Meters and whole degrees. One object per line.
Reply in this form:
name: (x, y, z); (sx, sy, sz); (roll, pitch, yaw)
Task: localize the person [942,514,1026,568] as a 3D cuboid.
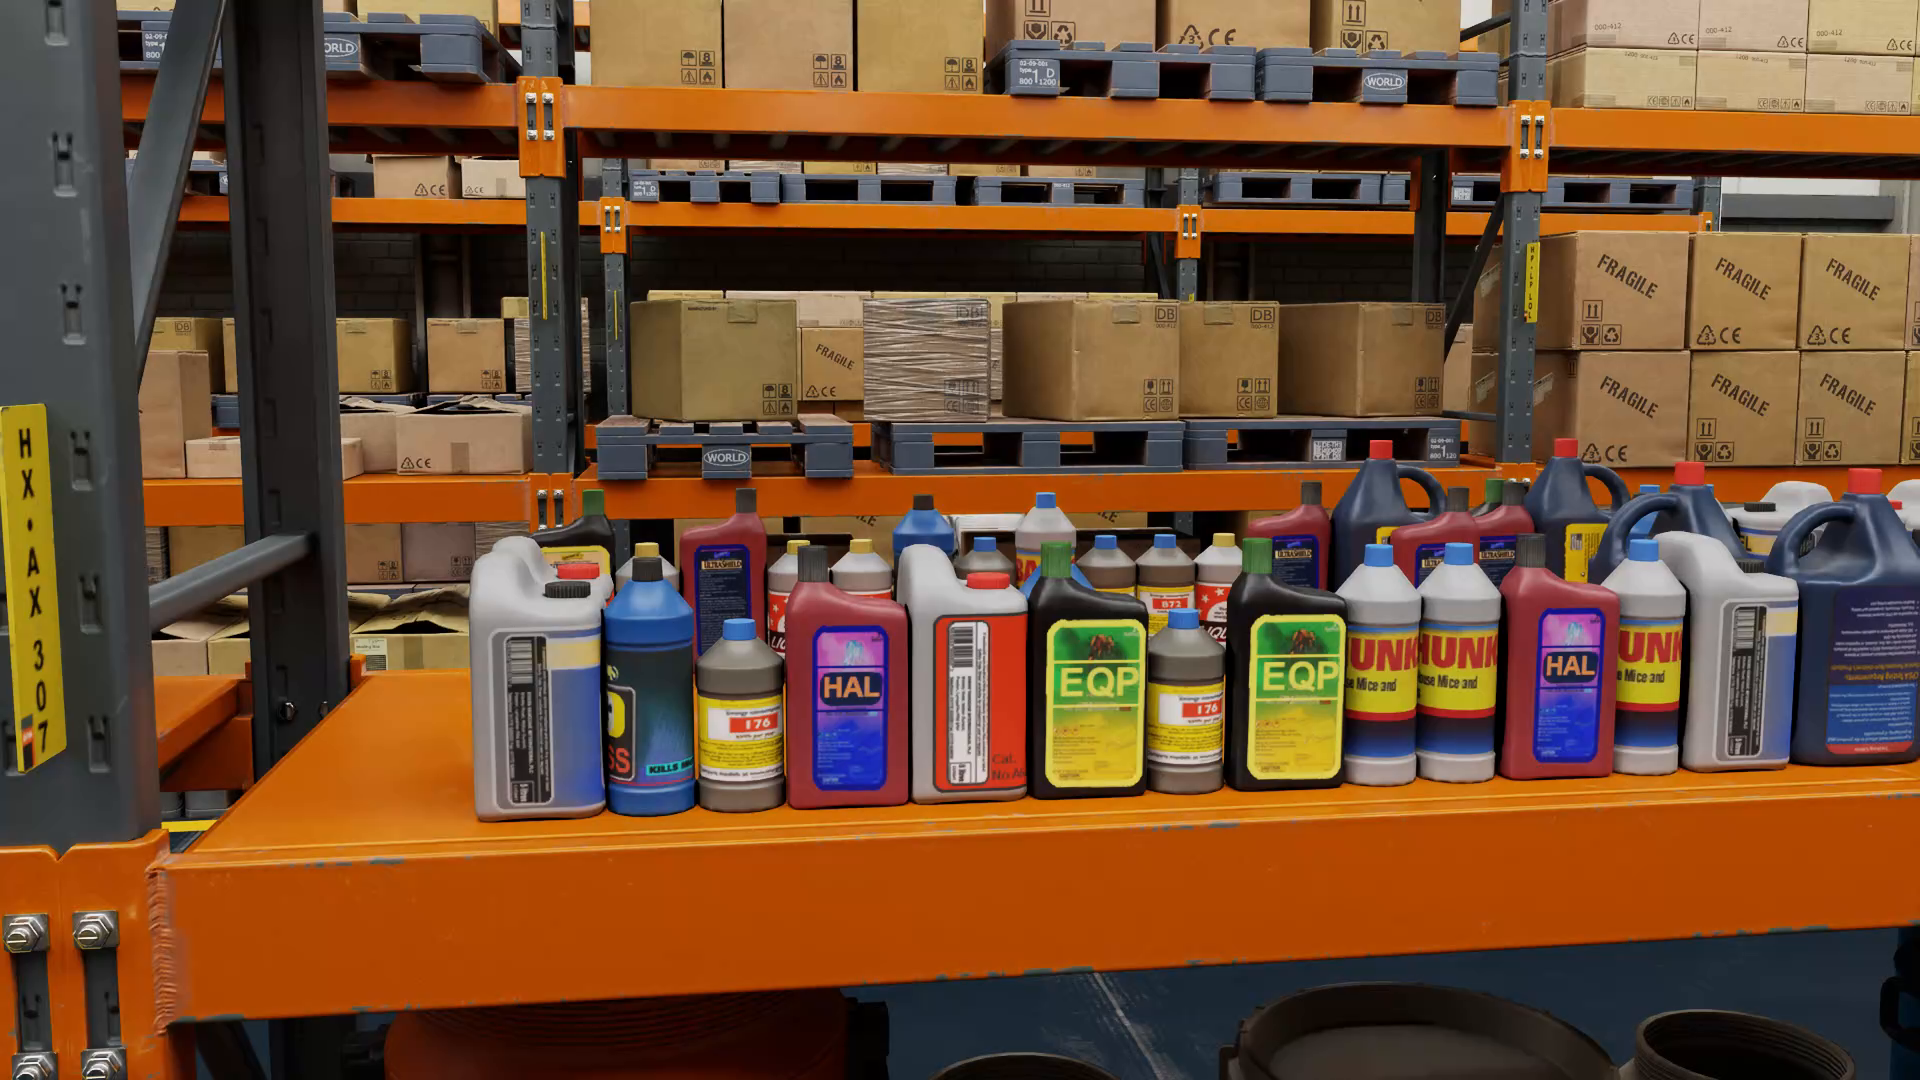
person: (0.113, 0.200, 9.540); (0.517, 1.054, 1.031); (-1, 7, -11)
